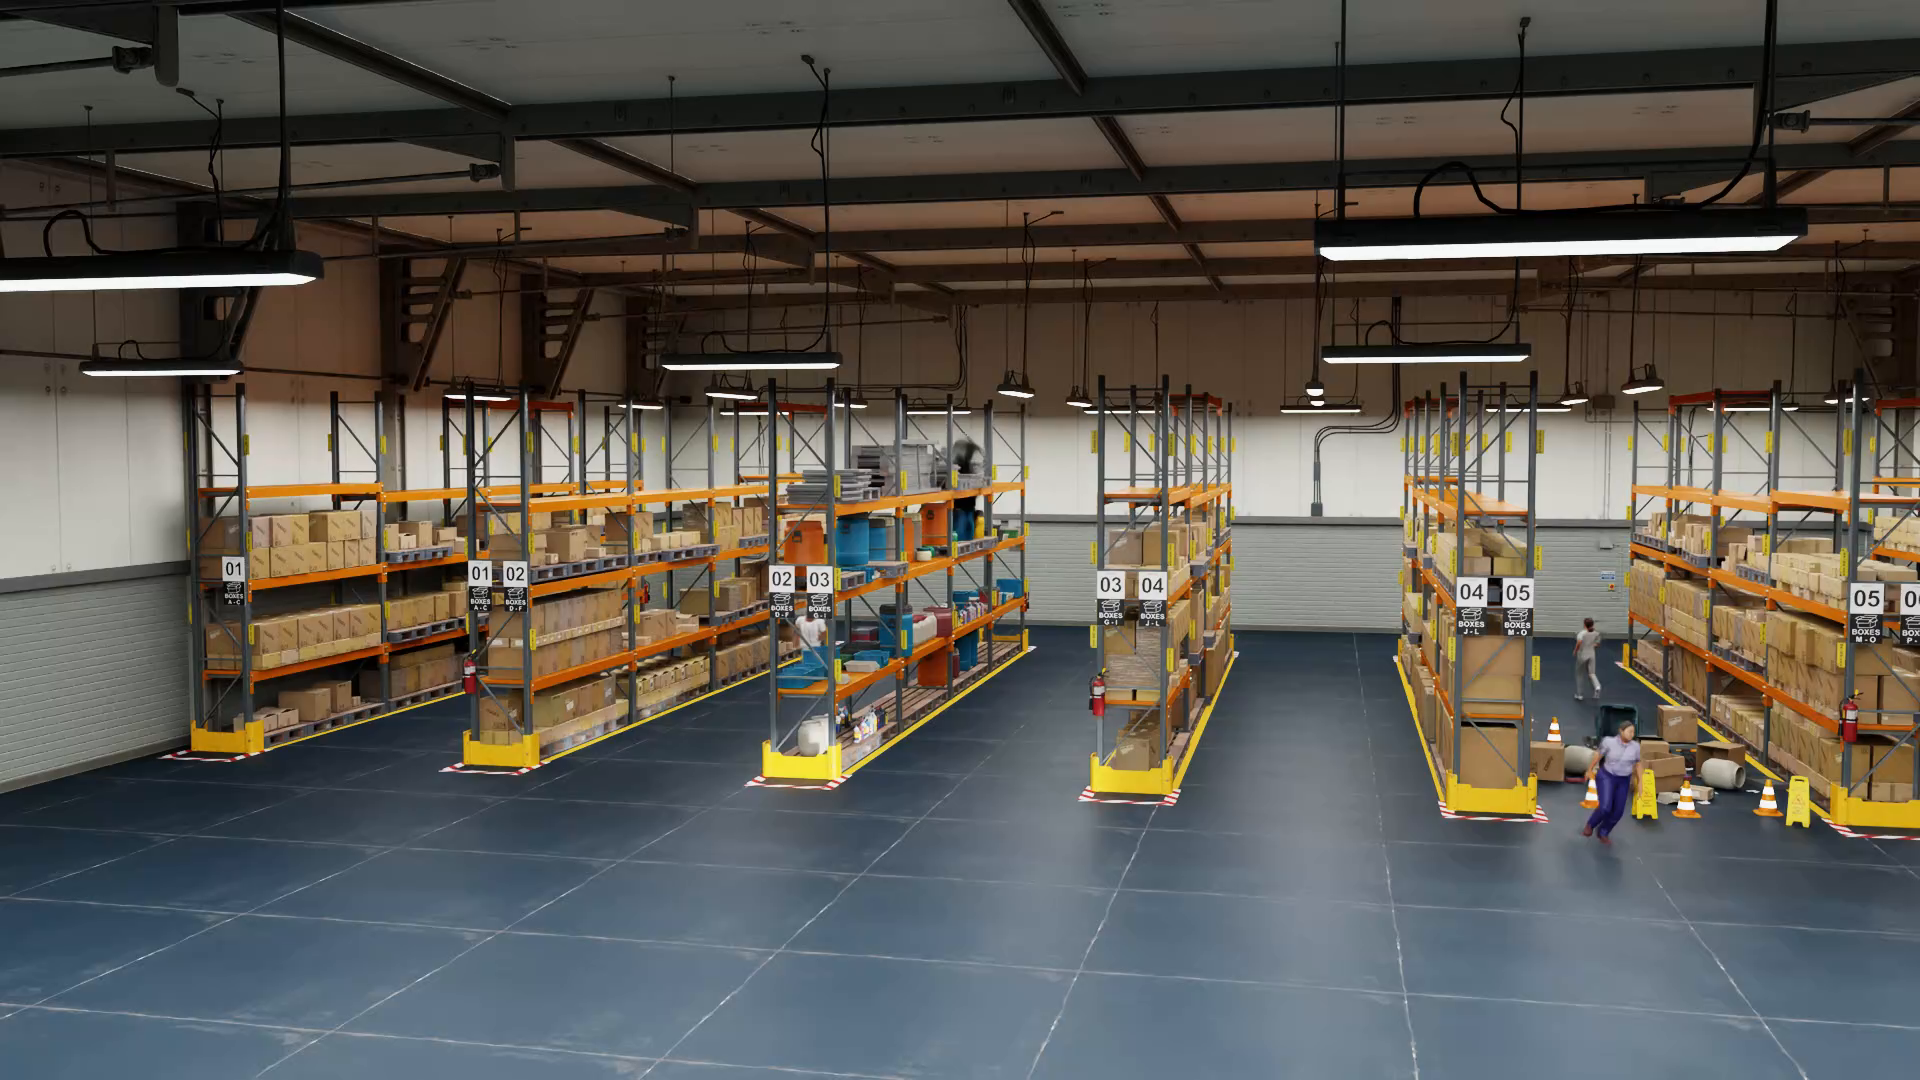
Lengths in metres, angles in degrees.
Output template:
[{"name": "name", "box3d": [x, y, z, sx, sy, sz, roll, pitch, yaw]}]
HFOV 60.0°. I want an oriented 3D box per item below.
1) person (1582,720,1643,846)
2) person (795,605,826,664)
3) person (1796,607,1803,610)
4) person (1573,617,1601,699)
[{"name": "person", "box3d": [8.153, 3.026, 20.771, 0.638, 1.606, 0.553, 0, 3, -7]}, {"name": "person", "box3d": [-3.057, 2.172, 33.976, 0.661, 1.763, 0.971, 0, 3, -3]}, {"name": "person", "box3d": [17.234, 2.166, 34.194, 0.697, 1.748, 0.931, 0, 3, -5]}, {"name": "person", "box3d": [12.213, 2.318, 32.381, 0.564, 1.644, 0.904, 0, 3, -2]}]
